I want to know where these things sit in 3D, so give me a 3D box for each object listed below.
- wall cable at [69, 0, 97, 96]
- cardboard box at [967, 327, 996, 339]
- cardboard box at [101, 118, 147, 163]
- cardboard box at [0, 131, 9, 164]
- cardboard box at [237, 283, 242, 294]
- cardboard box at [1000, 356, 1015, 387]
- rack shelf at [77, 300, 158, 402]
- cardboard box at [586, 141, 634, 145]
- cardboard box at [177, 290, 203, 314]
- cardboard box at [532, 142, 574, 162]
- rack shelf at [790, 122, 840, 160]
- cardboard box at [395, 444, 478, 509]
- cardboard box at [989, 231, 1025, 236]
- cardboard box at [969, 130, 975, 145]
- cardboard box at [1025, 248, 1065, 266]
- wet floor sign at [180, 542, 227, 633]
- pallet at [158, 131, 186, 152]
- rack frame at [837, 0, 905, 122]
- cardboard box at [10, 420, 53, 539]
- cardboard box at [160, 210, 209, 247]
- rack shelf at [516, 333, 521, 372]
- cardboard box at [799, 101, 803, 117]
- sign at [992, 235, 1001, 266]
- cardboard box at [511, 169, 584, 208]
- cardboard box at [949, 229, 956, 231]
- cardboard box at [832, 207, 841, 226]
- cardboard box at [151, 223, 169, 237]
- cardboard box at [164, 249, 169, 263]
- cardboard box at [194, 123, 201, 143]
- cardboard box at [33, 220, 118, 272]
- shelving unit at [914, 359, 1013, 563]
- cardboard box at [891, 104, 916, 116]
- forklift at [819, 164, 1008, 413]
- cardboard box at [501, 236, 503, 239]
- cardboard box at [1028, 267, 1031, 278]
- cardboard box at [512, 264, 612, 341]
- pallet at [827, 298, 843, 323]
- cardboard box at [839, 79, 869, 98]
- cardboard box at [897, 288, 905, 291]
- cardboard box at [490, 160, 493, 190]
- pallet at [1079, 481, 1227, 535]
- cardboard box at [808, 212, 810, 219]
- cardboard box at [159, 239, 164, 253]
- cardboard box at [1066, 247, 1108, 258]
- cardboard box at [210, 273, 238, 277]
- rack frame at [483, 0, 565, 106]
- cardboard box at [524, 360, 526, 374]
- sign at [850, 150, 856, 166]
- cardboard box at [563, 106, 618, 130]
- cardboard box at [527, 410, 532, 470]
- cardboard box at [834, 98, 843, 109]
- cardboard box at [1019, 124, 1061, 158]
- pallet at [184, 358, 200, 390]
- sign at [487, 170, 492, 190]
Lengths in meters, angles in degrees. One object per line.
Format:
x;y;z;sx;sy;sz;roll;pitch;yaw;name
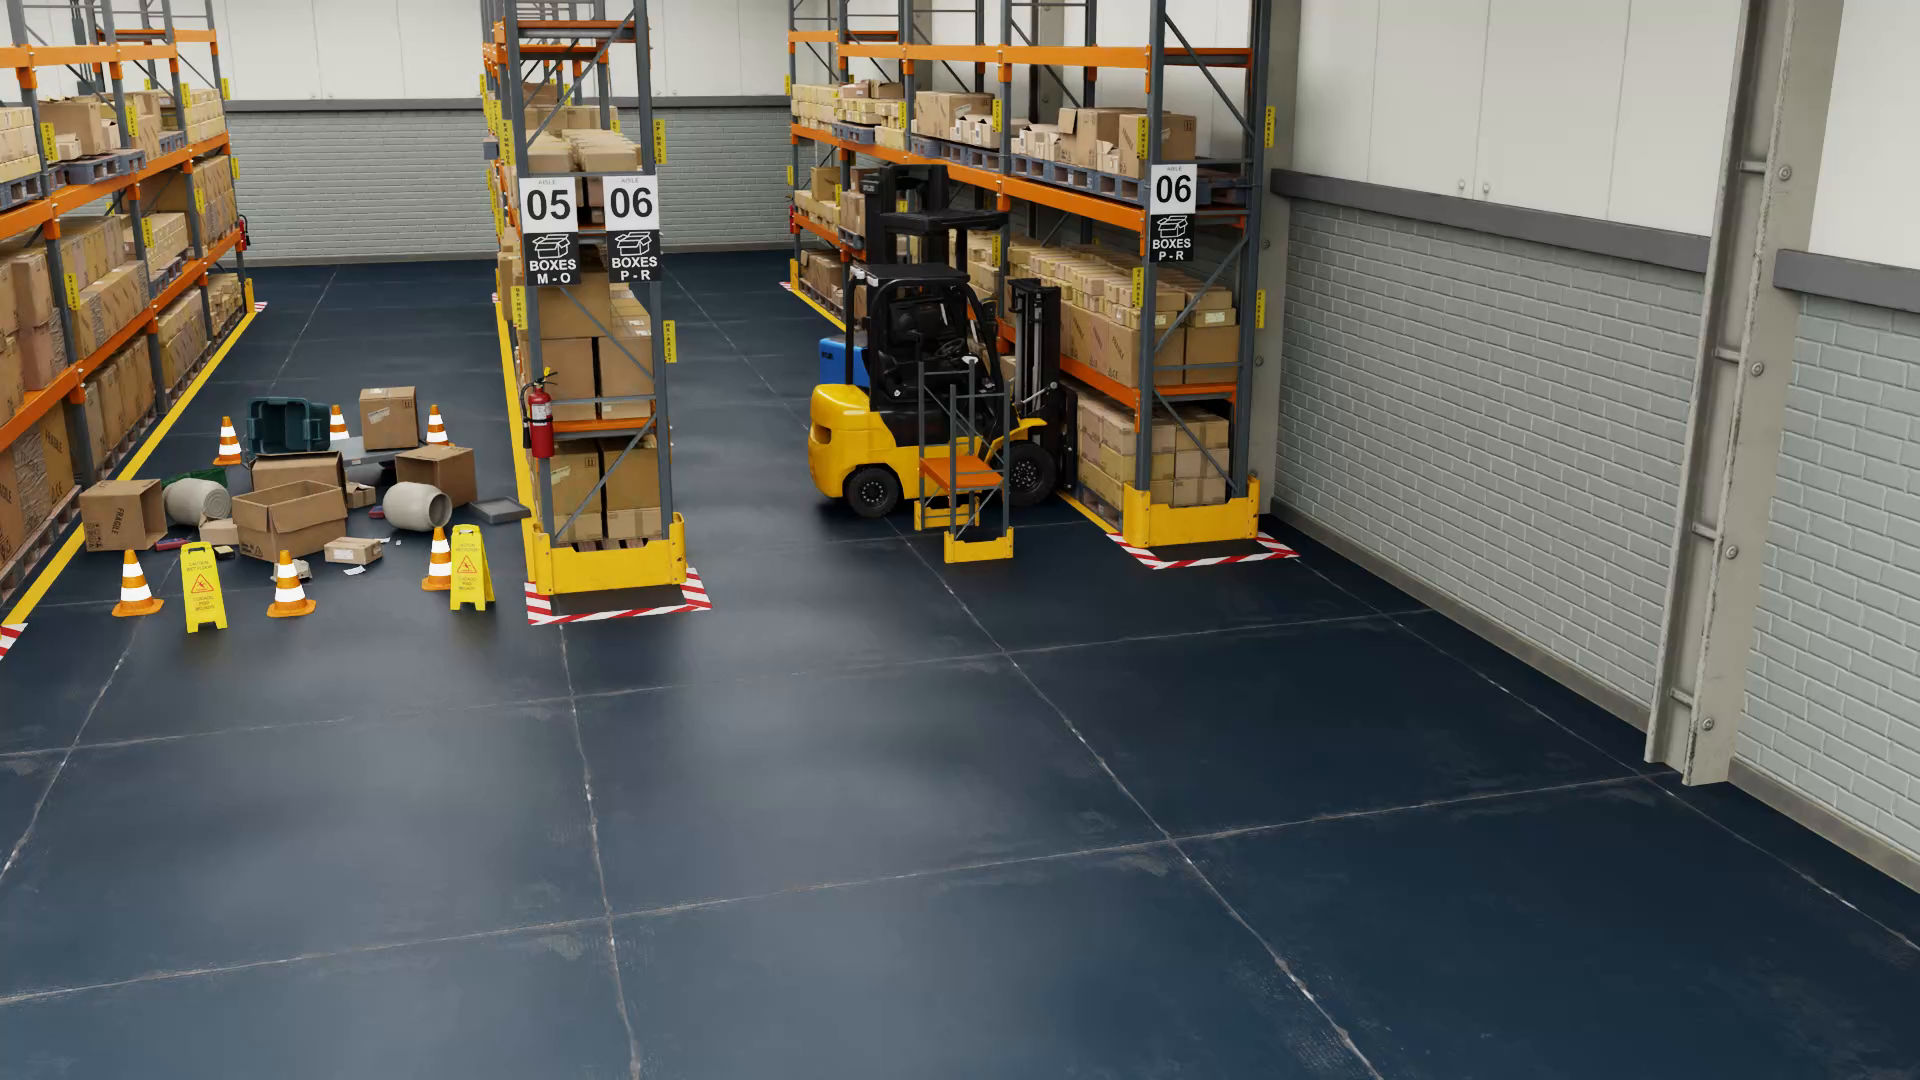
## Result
-14.932;-10.965;29.721;2.277;5.999;0.120;-5;17;-15;wall cable
0.337;-2.202;19.968;0.875;0.625;0.625;-5;18;-18;cardboard box
-9.598;-4.529;18.929;0.500;0.500;0.500;-5;17;-15;cardboard box
-7.941;-3.121;13.255;0.500;0.250;0.500;-5;17;-16;cardboard box
-11.476;-3.934;26.041;0.380;0.149;0.250;-5;17;-17;cardboard box
0.737;-1.777;17.464;0.500;0.250;0.500;-5;17;-16;cardboard box
-9.147;-1.968;17.040;1.077;0.370;4.000;-5;17;-15;rack shelf
-2.913;-3.242;13.869;0.380;0.149;0.250;-4;17;-14;cardboard box
-10.349;-3.149;22.034;0.500;0.250;0.500;-5;17;-17;cardboard box
-3.393;-3.201;13.731;0.380;0.149;0.250;-5;17;-17;cardboard box
-1.843;-6.430;26.681;1.077;0.370;4.000;-5;17;-15;rack shelf
-4.880;-0.579;15.506;0.500;0.500;0.500;7;18;23;cardboard box
0.562;-3.620;19.988;0.380;0.149;0.250;-5;17;-16;cardboard box
0.311;-4.418;18.264;0.380;0.149;0.250;-5;17;-15;cardboard box
0.883;-2.898;17.066;0.380;0.149;0.250;-4;17;-14;cardboard box
-5.587;0.326;12.245;0.267;0.644;0.232;-8;18;-25;wet floor sign
-10.729;-5.140;21.461;1.213;0.211;1.003;-5;17;-15;pallet
-1.293;-7.658;24.305;1.000;3.000;0.127;-5;17;-15;rack frame
-8.241;-0.514;13.914;0.875;0.875;0.875;-5;17;-15;cardboard box
-10.690;-4.320;22.927;0.500;0.500;0.500;-5;17;-16;cardboard box
-4.416;-2.387;18.436;1.077;0.370;4.000;-5;17;-15;rack shelf
-2.374;-7.115;27.455;0.500;0.250;0.500;-4;17;-14;cardboard box
0.386;-3.043;17.494;0.100;0.325;0.005;-5;17;-15;sign
-3.167;-2.700;12.755;0.500;0.250;0.500;-5;17;-16;cardboard box
-0.136;-3.712;20.293;0.380;0.149;0.250;-4;17;-15;cardboard box
-1.668;-4.977;25.551;0.500;0.250;0.500;-4;17;-14;cardboard box
-10.141;-3.882;20.834;0.380;0.149;0.250;-6;18;-18;cardboard box
-10.062;-3.525;20.680;0.380;0.149;0.250;-5;18;-17;cardboard box
-10.816;-5.624;23.007;0.500;0.250;0.500;-5;17;-16;cardboard box
-9.443;-3.128;17.739;0.700;0.500;0.500;-5;17;-16;cardboard box
0.021;-0.697;14.166;0.587;1.500;1.083;-5;17;-15;shelving unit
-0.695;-5.673;21.960;0.380;0.149;0.250;-5;17;-16;cardboard box
-0.206;-2.317;17.072;1.130;2.935;3.031;-14;21;-38;forklift
-5.648;-3.848;21.441;0.500;0.250;0.500;-5;17;-17;cardboard box
0.911;-2.680;16.860;0.380;0.149;0.250;-5;17;-15;cardboard box
-3.117;-1.866;13.020;0.700;0.500;0.500;-5;17;-17;cardboard box
-1.481;-3.639;26.202;1.003;0.211;1.213;-5;17;-15;pallet
-1.546;-6.580;24.226;0.396;0.266;0.258;-5;17;-16;cardboard box
-0.806;-3.405;23.060;0.380;0.149;0.250;-5;17;-16;cardboard box
-7.306;-5.869;26.866;0.500;0.500;0.500;-5;17;-16;cardboard box
1.754;-0.339;15.212;1.003;0.211;1.213;-5;17;-15;pallet
-2.335;-5.447;27.809;0.380;0.149;0.250;-4;17;-14;cardboard box
-9.992;-3.595;20.395;0.380;0.149;0.250;-5;17;-16;cardboard box
1.313;-2.936;17.194;0.380;0.149;0.250;-5;17;-17;cardboard box
-11.506;-4.073;25.989;0.380;0.149;0.250;-4;17;-15;cardboard box
-6.065;-7.265;22.995;1.000;3.000;0.127;-5;17;-15;rack frame
-3.314;-1.530;13.640;0.500;0.500;0.500;-5;17;-15;cardboard box
-1.853;-6.636;28.767;0.100;0.325;0.005;-5;17;-15;sign
-3.788;-4.314;17.049;0.500;0.250;0.500;-5;17;-16;cardboard box
-3.664;-0.947;15.136;0.500;0.500;0.500;-4;17;-12;cardboard box
-1.633;-6.375;24.264;0.380;0.149;0.250;-4;17;-14;cardboard box
0.900;-3.966;16.477;0.500;0.311;0.500;-4;17;-14;cardboard box
-10.242;-2.083;21.021;1.003;0.211;1.213;-5;17;-15;pallet
-7.699;-5.908;27.265;0.100;0.325;0.005;-5;17;-15;sign
